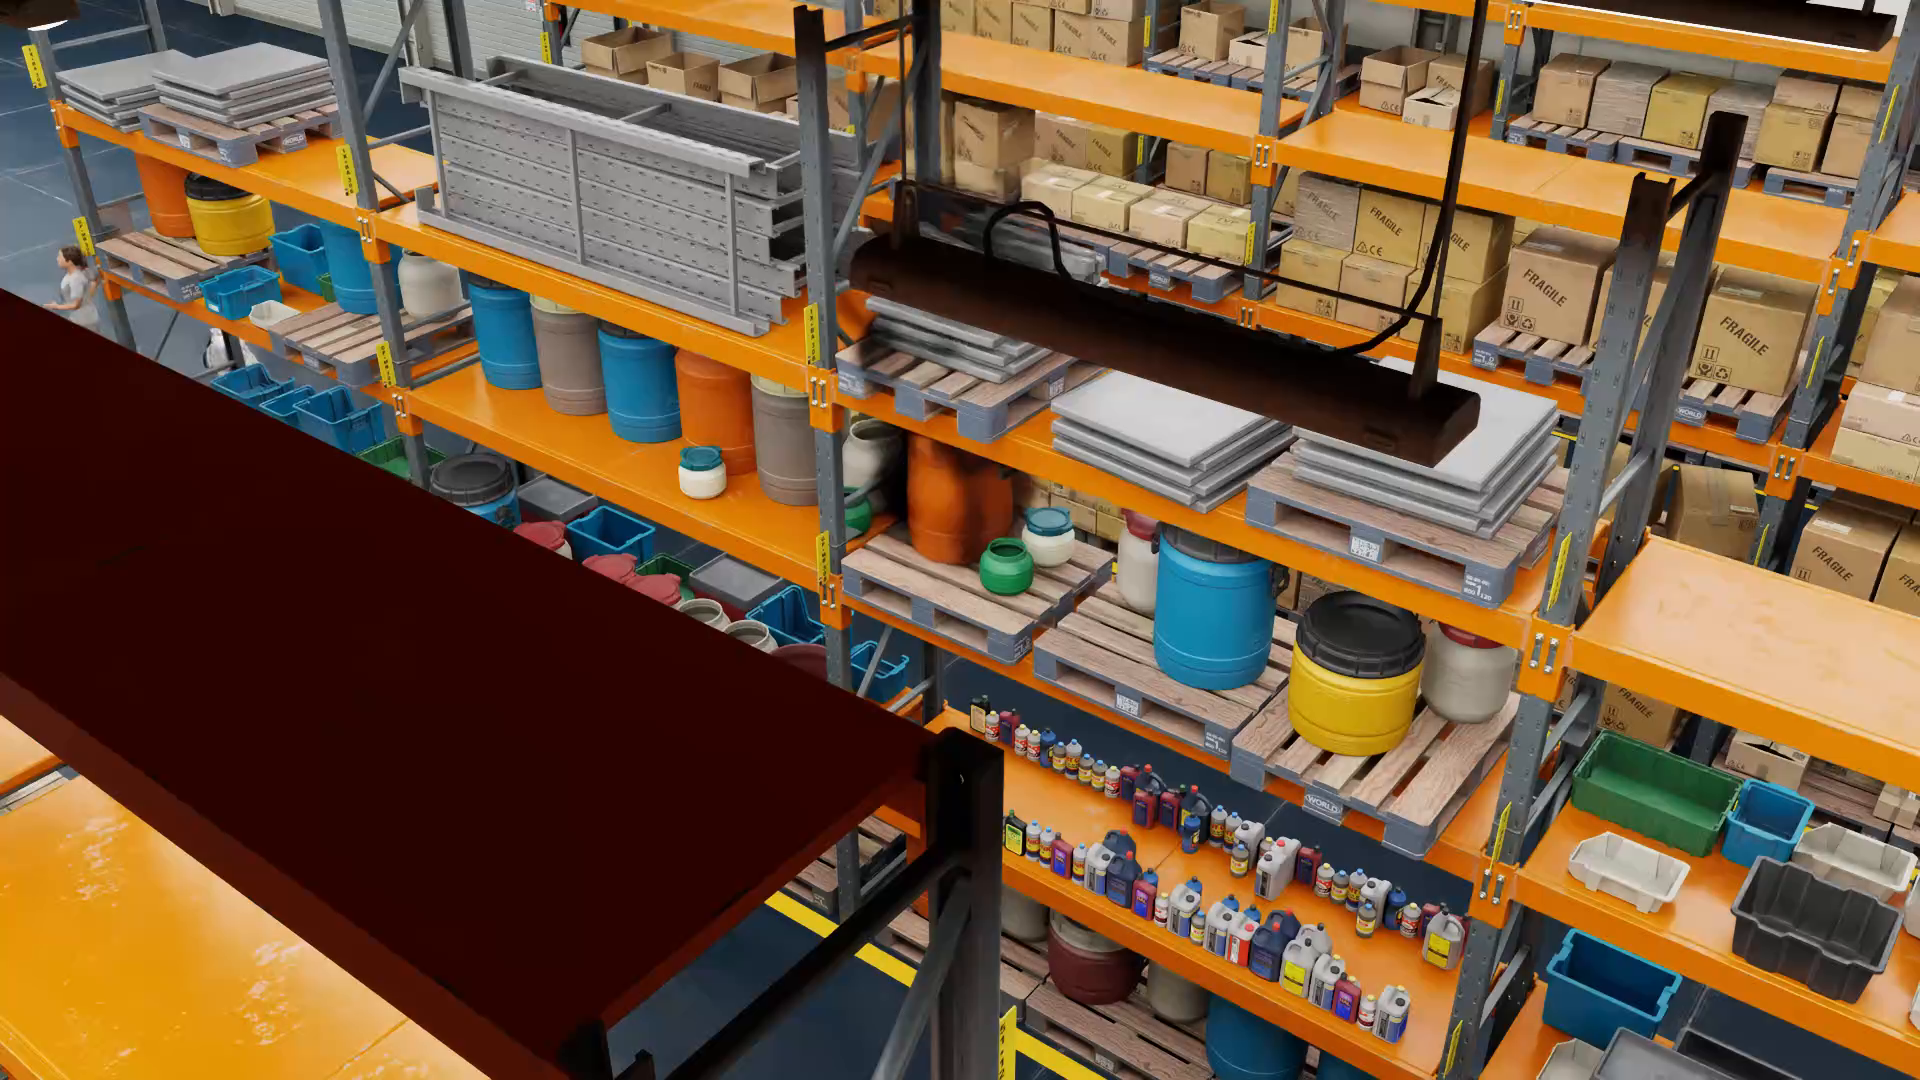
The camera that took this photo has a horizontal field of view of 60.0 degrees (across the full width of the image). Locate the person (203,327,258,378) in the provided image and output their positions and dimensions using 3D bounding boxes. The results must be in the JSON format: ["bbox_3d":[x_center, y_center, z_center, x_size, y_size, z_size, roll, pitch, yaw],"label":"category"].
[{"bbox_3d":[-7.047,-1.575,16.172,0.959,1.760,0.738,2,31,3],"label":"person"}]

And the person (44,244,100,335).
[{"bbox_3d":[-9.230,-2.324,17.484,0.628,1.635,0.546,-15,35,-23],"label":"person"}]
